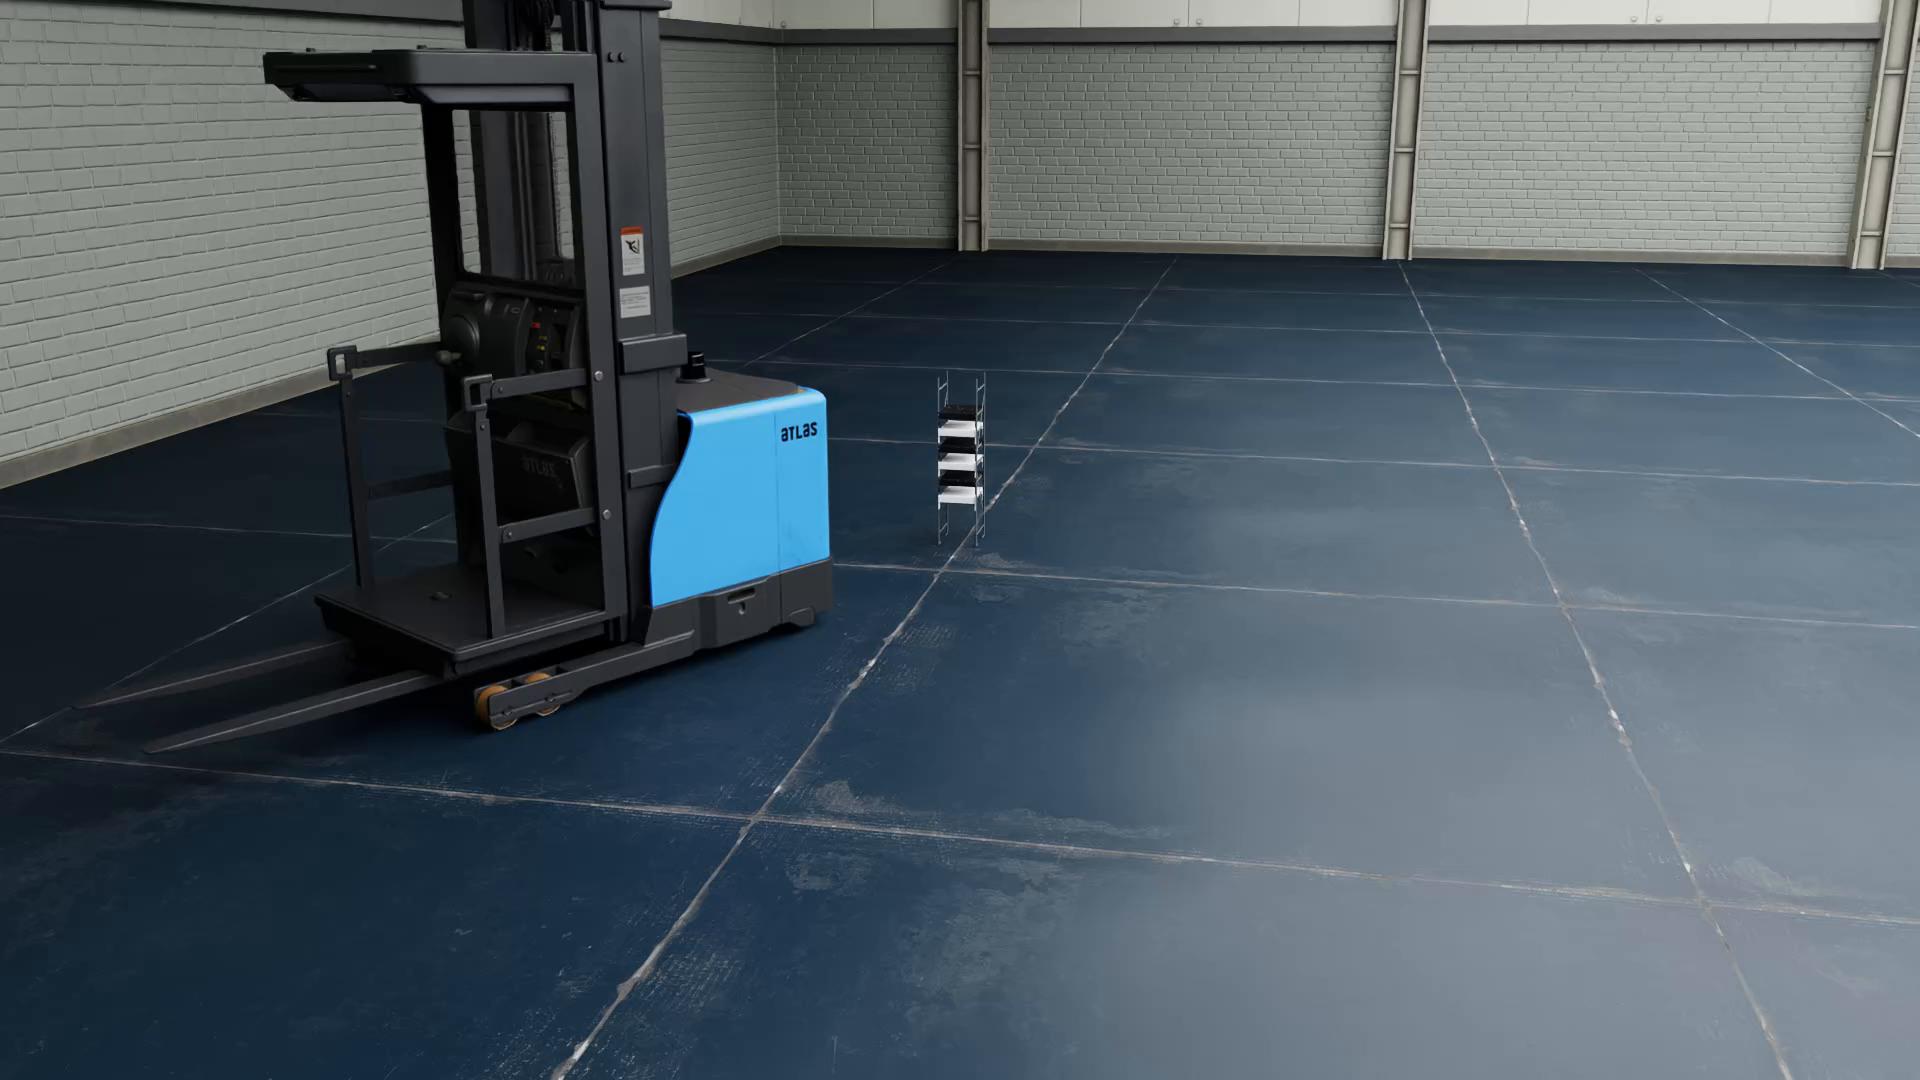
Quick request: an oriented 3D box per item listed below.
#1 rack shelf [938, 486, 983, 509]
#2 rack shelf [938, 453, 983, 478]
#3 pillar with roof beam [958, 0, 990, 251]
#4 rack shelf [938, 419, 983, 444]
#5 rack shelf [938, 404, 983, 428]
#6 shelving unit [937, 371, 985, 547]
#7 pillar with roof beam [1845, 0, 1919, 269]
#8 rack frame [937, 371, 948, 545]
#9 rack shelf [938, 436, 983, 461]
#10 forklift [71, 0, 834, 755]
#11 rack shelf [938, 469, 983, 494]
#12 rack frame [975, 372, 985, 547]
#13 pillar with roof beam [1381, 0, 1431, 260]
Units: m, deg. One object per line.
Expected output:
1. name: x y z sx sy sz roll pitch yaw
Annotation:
1. rack shelf: 0.008 -0.228 8.927 0.200 0.077 0.258 3 16 11
2. rack shelf: 0.008 -0.401 8.879 0.200 0.077 0.258 3 16 11
3. pillar with roof beam: -0.663 -7.448 19.024 0.400 9.000 9.100 3 16 11
4. rack shelf: 0.008 -0.575 8.831 0.200 0.077 0.258 3 16 11
5. rack shelf: 0.008 -0.661 8.807 0.200 0.077 0.258 3 16 11
6. shelving unit: 0.008 -0.433 8.870 0.210 0.900 0.258 3 16 11
7. pillar with roof beam: 11.096 -6.810 16.720 0.400 9.000 9.100 3 16 11
8. rack frame: -0.092 -0.439 8.890 0.006 0.900 0.240 3 16 11
9. rack shelf: 0.008 -0.488 8.855 0.200 0.077 0.258 3 16 11
10. forklift: -1.945 -0.839 6.532 1.130 2.935 3.031 14 21 41
11. rack shelf: 0.008 -0.314 8.903 0.200 0.077 0.258 3 16 11
12. rack frame: 0.108 -0.428 8.851 0.006 0.900 0.240 3 16 11
13. pillar with roof beam: 5.216 -7.129 17.872 0.400 9.000 9.100 3 16 11
